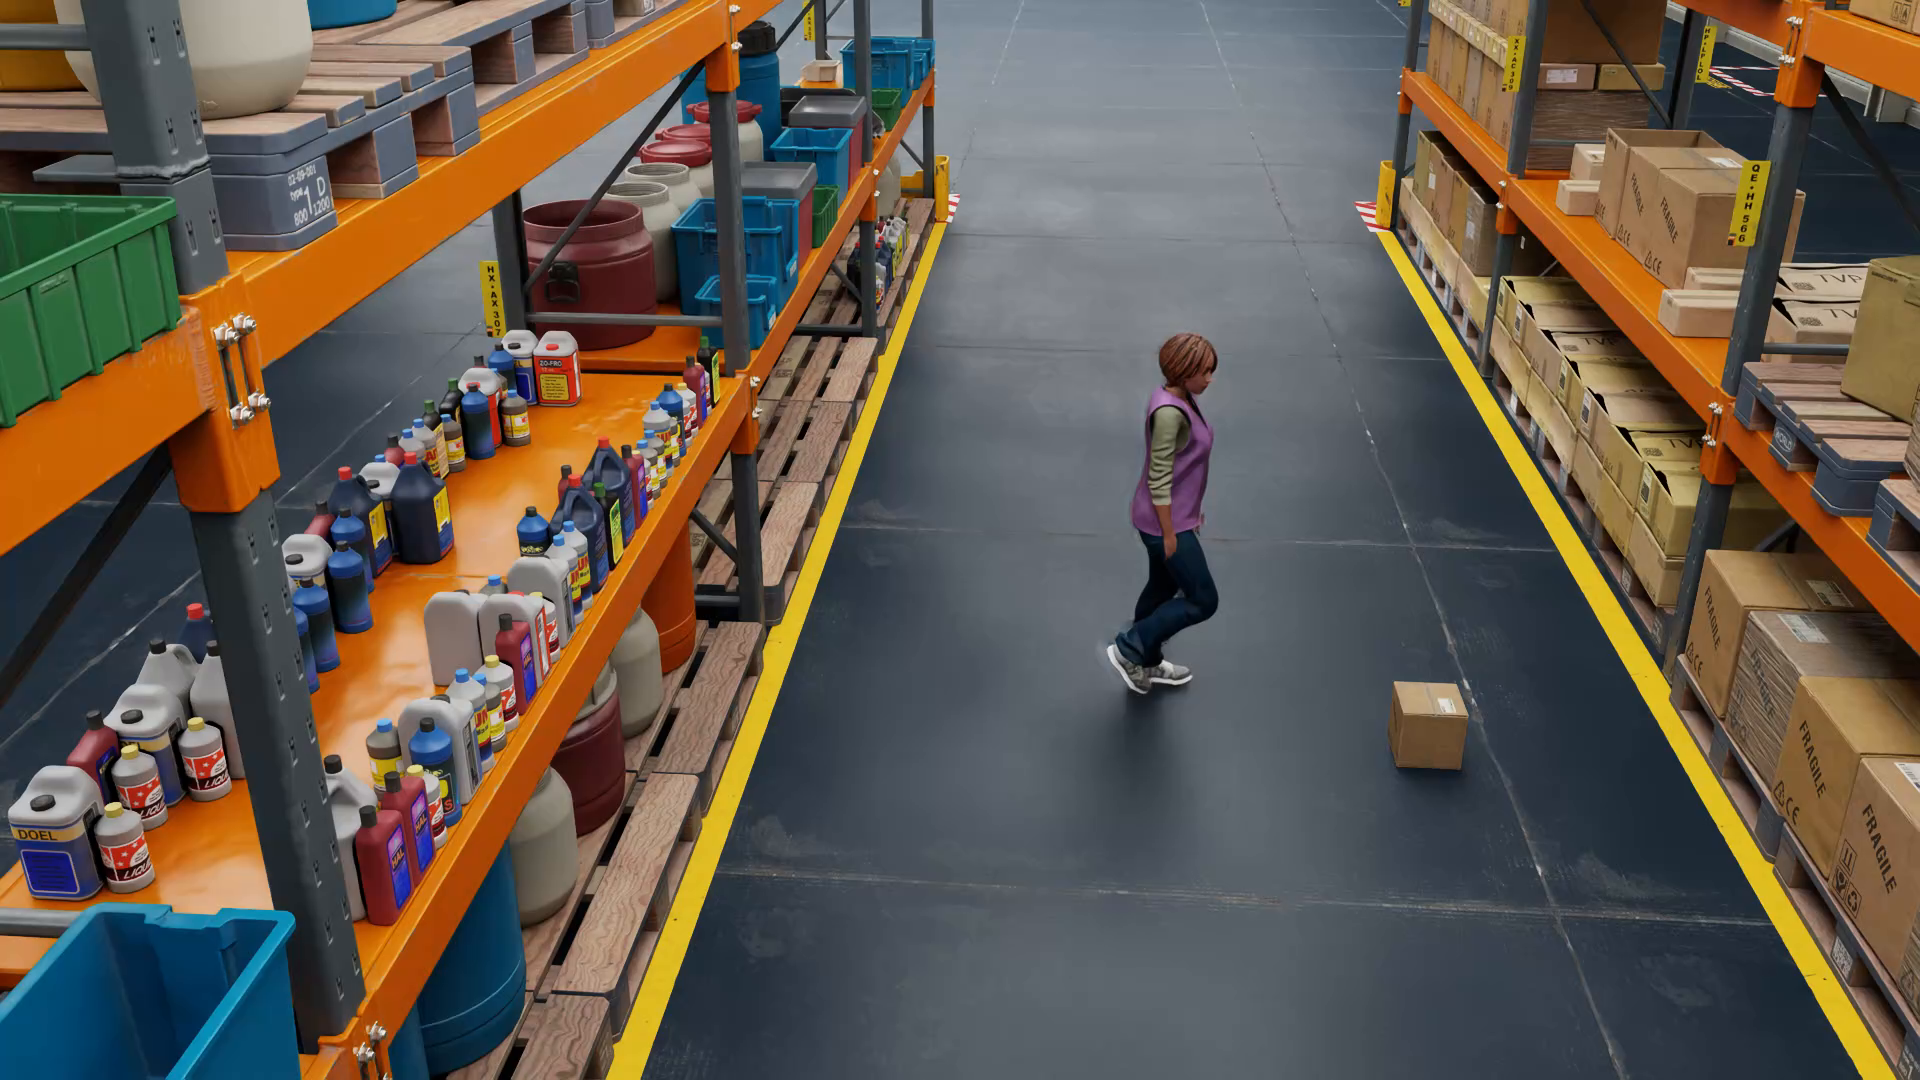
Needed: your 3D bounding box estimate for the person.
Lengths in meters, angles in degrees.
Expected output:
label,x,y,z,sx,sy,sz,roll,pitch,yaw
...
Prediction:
label,x,y,z,sx,sy,sz,roll,pitch,yaw
person,0.841,-0.071,6.721,0.441,1.594,0.450,3,25,7
